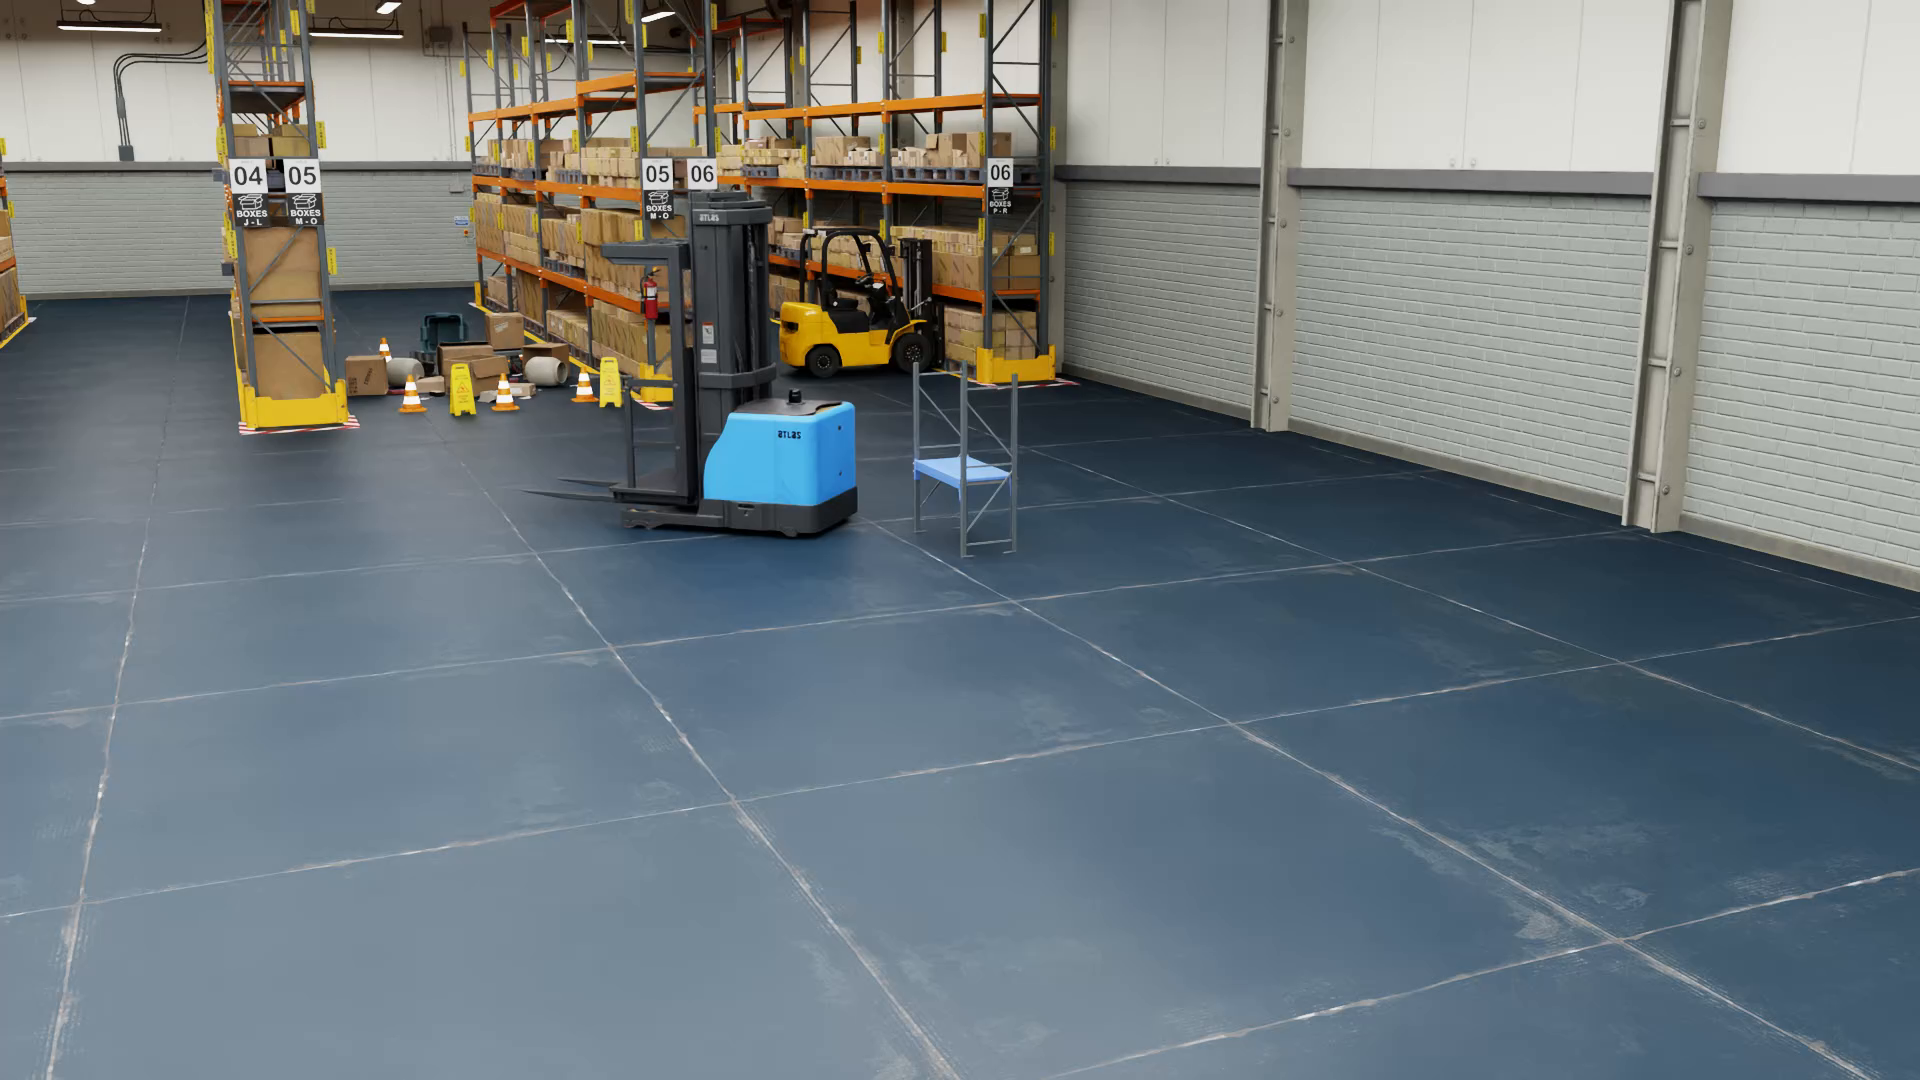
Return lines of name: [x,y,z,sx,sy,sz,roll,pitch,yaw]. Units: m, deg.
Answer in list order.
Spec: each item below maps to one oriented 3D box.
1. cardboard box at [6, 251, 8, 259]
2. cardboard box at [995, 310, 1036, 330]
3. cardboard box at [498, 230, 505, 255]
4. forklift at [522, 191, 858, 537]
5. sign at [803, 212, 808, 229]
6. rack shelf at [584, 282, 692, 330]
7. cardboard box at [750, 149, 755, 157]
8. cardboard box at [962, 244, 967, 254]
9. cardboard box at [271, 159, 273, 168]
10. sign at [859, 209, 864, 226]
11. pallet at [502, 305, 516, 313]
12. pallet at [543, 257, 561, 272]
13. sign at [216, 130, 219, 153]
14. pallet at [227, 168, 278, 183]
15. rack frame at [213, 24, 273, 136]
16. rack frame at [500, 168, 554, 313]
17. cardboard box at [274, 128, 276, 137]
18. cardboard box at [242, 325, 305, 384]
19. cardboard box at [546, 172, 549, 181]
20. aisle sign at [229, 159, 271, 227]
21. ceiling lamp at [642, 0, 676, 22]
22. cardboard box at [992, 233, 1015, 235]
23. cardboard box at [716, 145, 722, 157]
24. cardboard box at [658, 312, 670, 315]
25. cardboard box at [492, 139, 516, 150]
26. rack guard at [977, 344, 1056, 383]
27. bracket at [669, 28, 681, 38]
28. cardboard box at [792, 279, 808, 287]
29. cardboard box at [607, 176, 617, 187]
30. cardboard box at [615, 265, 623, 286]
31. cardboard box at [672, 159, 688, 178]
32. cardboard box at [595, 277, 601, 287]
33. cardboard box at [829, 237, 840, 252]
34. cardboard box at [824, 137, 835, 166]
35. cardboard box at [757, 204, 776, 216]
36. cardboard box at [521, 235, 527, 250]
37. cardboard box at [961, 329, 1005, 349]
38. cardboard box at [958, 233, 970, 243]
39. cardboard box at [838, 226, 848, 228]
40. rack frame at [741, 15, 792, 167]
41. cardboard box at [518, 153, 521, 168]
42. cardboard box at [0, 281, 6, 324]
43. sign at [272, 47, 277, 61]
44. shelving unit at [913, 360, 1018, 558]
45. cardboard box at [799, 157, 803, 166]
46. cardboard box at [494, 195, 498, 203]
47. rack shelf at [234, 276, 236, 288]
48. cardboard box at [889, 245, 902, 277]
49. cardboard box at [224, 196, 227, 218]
cardboard box: [-18.360,-5.414,31.669,0.380,0.149,0.250,-6,14,-24]
cardboard box: [0.802,-3.299,24.919,0.500,0.250,0.500,-6,14,-24]
cardboard box: [-8.953,-5.982,33.341,0.500,0.500,0.500,-5,14,-22]
forklift: [-2.509,-1.630,14.911,3.031,2.935,1.130,4,14,18]
sign: [-2.877,-5.957,31.066,0.100,0.325,0.005,-6,14,-23]
rack shelf: [-4.527,-3.444,24.192,1.077,0.370,4.000,-6,14,-23]
cardboard box: [-4.033,-7.840,33.685,0.380,0.149,0.250,-6,14,-24]
cardboard box: [0.248,-4.350,24.854,0.380,0.149,0.250,-5,14,-22]
cardboard box: [-10.146,-5.645,24.858,0.380,0.149,0.250,-6,14,-23]
sign: [-1.876,-6.098,31.496,0.100,0.325,0.005,-6,14,-23]
pallet: [-8.766,-4.666,34.061,1.003,0.211,1.213,-6,14,-23]
pallet: [-6.547,-4.803,28.894,1.213,0.211,1.003,-6,14,-23]
sign: [-10.316,-5.555,23.222,0.100,0.325,0.005,-6,14,-23]
pallet: [-9.505,-4.988,22.812,1.003,0.211,1.213,-6,14,-23]
rack frame: [-14.630,-9.141,33.910,1.000,3.000,0.127,-6,14,-23]
rack frame: [-8.533,-5.860,33.038,1.000,3.000,0.127,-6,14,-23]
cardboard box: [-9.083,-5.518,22.540,0.380,0.149,0.250,-5,14,-22]
cardboard box: [-8.907,-2.398,21.860,0.875,0.875,0.875,-6,14,-24]
cardboard box: [-6.960,-6.292,28.809,0.380,0.149,0.250,-6,14,-23]
aisle sign: [-8.467,-4.138,19.830,0.394,0.787,0.004,-6,14,-23]
ceiling lamp: [-5.664,-11.704,32.037,0.800,3.185,2.000,-6,14,-23]
cardboard box: [0.689,-4.539,25.008,0.380,0.149,0.250,-5,14,-22]
cardboard box: [-5.027,-8.484,36.288,0.500,0.250,0.500,-5,14,-21]
cardboard box: [-4.434,-3.129,24.743,0.500,0.500,0.500,-5,14,-20]
cardboard box: [-9.102,-7.901,33.820,0.797,0.503,0.637,-4,14,-19]
rack guard: [0.831,-2.607,24.526,1.175,0.500,0.348,-6,14,-23]
bracket: [-7.283,-12.994,42.573,0.235,0.232,0.430,-6,14,-23]
cardboard box: [-3.081,-5.035,32.648,0.380,0.149,0.250,-5,14,-21]
cardboard box: [-4.781,-5.082,23.579,0.380,0.149,0.250,-6,14,-24]
cardboard box: [-4.589,-3.869,23.554,0.500,0.500,0.500,-6,14,-23]
cardboard box: [-3.683,-5.042,22.524,0.500,0.250,0.500,-6,14,-24]
cardboard box: [-5.347,-3.943,25.313,0.380,0.149,0.250,-5,14,-21]
cardboard box: [-2.037,-5.326,29.955,0.500,0.250,0.500,-6,14,-24]
cardboard box: [-2.023,-6.979,29.846,0.700,0.500,0.500,-6,14,-24]
cardboard box: [-4.339,-7.078,36.310,0.500,0.500,0.500,-6,14,-25]
cardboard box: [-7.790,-5.491,30.666,0.500,0.250,0.500,-6,14,-24]
cardboard box: [0.339,-3.011,24.785,0.500,0.250,0.500,-6,14,-24]
cardboard box: [0.196,-4.553,25.068,0.380,0.149,0.250,-6,14,-23]
cardboard box: [-2.068,-5.799,31.112,0.380,0.149,0.250,-5,14,-21]
rack frame: [-3.986,-9.232,34.302,1.000,3.000,0.127,-6,14,-23]
cardboard box: [-7.803,-6.887,30.189,0.396,0.266,0.258,-6,14,-24]
cardboard box: [-17.804,-4.278,29.983,0.875,0.875,0.875,-6,14,-23]
sign: [-12.521,-8.898,30.438,0.100,0.325,0.005,-6,14,-23]
shelving unit: [0.034,-0.713,14.125,0.538,1.500,1.048,-6,14,-23]
cardboard box: [-2.832,-7.172,31.503,0.380,0.149,0.250,-6,14,-24]
cardboard box: [-9.296,-6.963,33.924,0.380,0.149,0.250,-6,14,-23]
rack shelf: [-12.226,-4.629,29.311,1.077,0.370,4.000,-6,14,-23]
cardboard box: [-0.843,-4.590,27.327,0.500,0.500,0.500,-6,14,-25]
cardboard box: [-14.297,-6.569,33.003,0.500,0.500,0.500,-6,14,-24]
